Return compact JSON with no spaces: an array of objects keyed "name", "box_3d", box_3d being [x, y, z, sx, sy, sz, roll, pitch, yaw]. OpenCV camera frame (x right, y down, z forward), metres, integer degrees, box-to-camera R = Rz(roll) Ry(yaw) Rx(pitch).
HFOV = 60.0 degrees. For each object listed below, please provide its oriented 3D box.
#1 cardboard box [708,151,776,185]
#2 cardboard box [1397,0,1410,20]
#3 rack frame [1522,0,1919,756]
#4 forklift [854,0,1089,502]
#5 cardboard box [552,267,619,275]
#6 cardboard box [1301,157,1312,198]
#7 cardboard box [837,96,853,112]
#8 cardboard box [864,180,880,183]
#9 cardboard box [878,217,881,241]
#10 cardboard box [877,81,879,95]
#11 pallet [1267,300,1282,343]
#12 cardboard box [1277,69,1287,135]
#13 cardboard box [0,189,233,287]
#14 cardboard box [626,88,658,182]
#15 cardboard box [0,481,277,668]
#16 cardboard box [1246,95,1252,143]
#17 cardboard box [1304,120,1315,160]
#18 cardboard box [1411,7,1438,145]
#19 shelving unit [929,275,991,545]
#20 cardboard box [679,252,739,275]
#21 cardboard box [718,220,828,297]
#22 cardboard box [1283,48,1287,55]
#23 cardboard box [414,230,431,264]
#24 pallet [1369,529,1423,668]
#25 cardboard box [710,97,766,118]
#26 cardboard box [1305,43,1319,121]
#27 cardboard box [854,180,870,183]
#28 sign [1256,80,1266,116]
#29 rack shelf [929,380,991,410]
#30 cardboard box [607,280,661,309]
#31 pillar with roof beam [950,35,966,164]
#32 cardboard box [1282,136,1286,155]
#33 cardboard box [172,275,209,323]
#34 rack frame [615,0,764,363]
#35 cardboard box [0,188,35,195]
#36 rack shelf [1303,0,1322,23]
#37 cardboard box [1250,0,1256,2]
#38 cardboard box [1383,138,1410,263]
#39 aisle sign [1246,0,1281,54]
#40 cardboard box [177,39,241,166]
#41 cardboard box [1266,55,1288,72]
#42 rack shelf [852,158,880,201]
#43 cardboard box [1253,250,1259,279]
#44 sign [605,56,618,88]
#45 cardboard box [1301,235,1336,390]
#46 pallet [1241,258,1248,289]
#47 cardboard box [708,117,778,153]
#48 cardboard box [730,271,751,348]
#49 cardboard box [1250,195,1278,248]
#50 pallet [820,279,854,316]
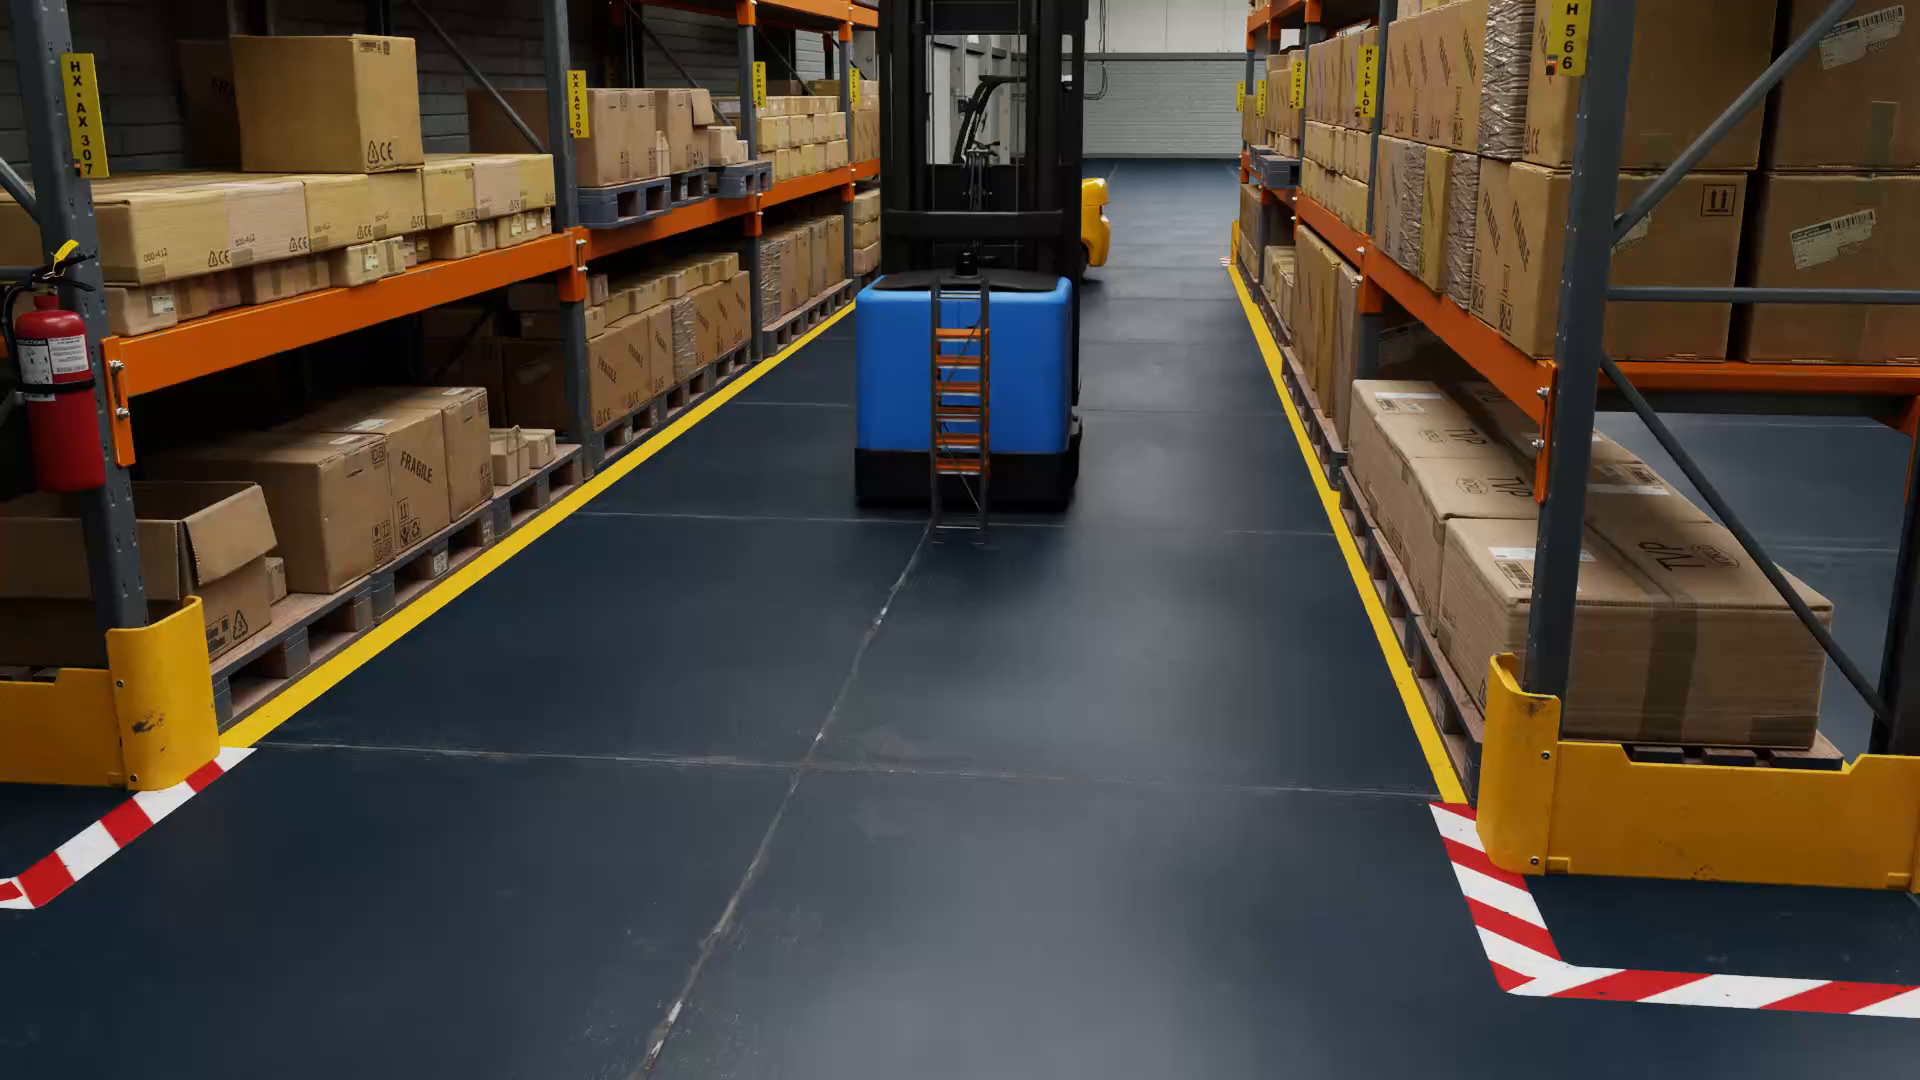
[{"name":"cardboard box","box_3d":[-1.716,-2.856,12.764,0.500,0.250,0.500,2,15,6]},{"name":"cardboard box","box_3d":[2.178,-2.407,7.469,0.380,0.149,0.250,1,15,5]},{"name":"rack frame","box_3d":[2.021,-0.600,4.135,1.000,3.000,0.127,2,15,6]},{"name":"forklift","box_3d":[0.137,-1.934,9.201,1.130,2.935,3.031,1,15,5]},{"name":"cardboard box","box_3d":[-2.487,-1.731,11.060,0.380,0.149,0.250,1,15,5]},{"name":"cardboard box","box_3d":[2.618,-2.483,11.386,0.500,0.250,0.500,1,15,5]},{"name":"cardboard box","box_3d":[-1.260,-4.294,16.361,0.380,0.149,0.250,1,15,5]},{"name":"cardboard box","box_3d":[-0.848,-4.124,19.716,0.500,0.250,0.500,2,15,8]},{"name":"cardboard box","box_3d":[-1.073,-3.351,17.815,0.500,0.250,0.500,2,15,6]},{"name":"cardboard box","box_3d":[-0.982,-4.967,18.280,0.380,0.149,0.250,2,15,7]},{"name":"pallet","box_3d":[3.153,-1.847,14.088,1.003,0.211,1.213,2,15,6]},{"name":"cardboard box","box_3d":[2.802,-3.461,13.149,0.500,0.500,0.500,1,15,2]},{"name":"cardboard box","box_3d":[-2.593,-0.926,5.058,0.500,0.250,0.500,2,15,7]},{"name":"cardboard box","box_3d":[-2.125,-2.287,9.377,0.700,0.500,0.500,2,15,7]},{"name":"cardboard box","box_3d":[-2.749,0.101,5.519,0.797,0.503,0.637,1,15,4]},{"name":"cardboard box","box_3d":[3.385,-4.560,18.019,0.500,0.500,0.500,1,15,5]},{"name":"cardboard box","box_3d":[2.621,-2.720,11.303,0.500,0.250,0.500,2,15,6]},{"name":"cardboard box","box_3d":[2.045,-1.789,6.423,0.500,0.500,0.500,2,15,7]},{"name":"shelving unit","box_3d":[0.002,-0.583,7.519,0.258,1.200,0.189,2,15,6]},{"name":"cardboard box","box_3d":[-1.813,-1.994,12.031,0.380,0.149,0.250,1,15,4]},{"name":"cardboard box","box_3d":[-1.701,-2.577,15.192,0.875,0.625,0.625,2,15,6]},{"name":"cardboard box","box_3d":[3.921,-5.154,18.301,0.700,0.500,0.500,2,15,7]},{"name":"cardboard box","box_3d":[-2.456,-1.237,6.972,0.380,0.149,0.250,2,15,7]},{"name":"pallet","box_3d":[2.173,0.221,6.441,1.003,0.211,1.213,2,15,6]},{"name":"cardboard box","box_3d":[-1.681,-3.256,12.521,0.380,0.149,0.250,2,15,8]},{"name":"cardboard box","box_3d":[2.625,-3.085,11.218,0.500,0.500,0.500,1,15,4]},{"name":"cardboard box","box_3d":[-1.349,-4.134,19.752,0.500,0.250,0.500,1,15,5]},{"name":"sign","box_3d":[2.835,-4.144,15.583,0.100,0.325,0.005,2,15,6]},{"name":"rack shelf","box_3d":[0.002,-0.656,7.500,0.258,0.103,0.180,2,15,6]},{"name":"cardboard box","box_3d":[-2.071,-1.518,10.270,0.380,0.149,0.250,2,15,8]},{"name":"pillar with roof beam","box_3d":[4.228,-12.179,35.462,9.100,9.000,0.400,2,15,6]},{"name":"cardboard box","box_3d":[2.705,-3.052,12.878,0.380,0.149,0.250,1,15,4]},{"name":"cardboard box","box_3d":[-2.619,-0.769,5.239,0.380,0.149,0.250,2,15,8]},{"name":"rack frame","box_3d":[-2.009,-2.820,12.345,1.000,3.000,0.127,2,15,6]},{"name":"cardboard box","box_3d":[-3.124,-0.944,5.123,0.500,0.250,0.500,2,15,8]},{"name":"rack shelf","box_3d":[2.698,-3.257,9.592,1.077,0.370,4.000,2,15,6]},{"name":"cardboard box","box_3d":[3.438,-6.016,18.135,0.500,0.250,0.500,1,15,5]},{"name":"cardboard box","box_3d":[2.098,-1.441,7.054,0.500,0.500,0.500,2,15,7]},{"name":"aisle sign","box_3d":[3.525,-6.030,19.235,0.394,0.787,0.004,2,15,6]},{"name":"cardboard box","box_3d":[-2.893,-1.838,6.992,0.500,0.500,0.500,1,15,5]},{"name":"cardboard box","box_3d":[2.970,-4.308,15.041,0.380,0.149,0.250,2,15,6]},{"name":"rack shelf","box_3d":[-1.332,-4.029,18.194,1.077,0.370,4.000,2,15,6]},{"name":"cardboard box","box_3d":[3.174,-2.749,16.545,0.500,0.250,0.500,2,15,9]},{"name":"sign","box_3d":[-2.561,-3.395,12.251,0.100,0.325,0.005,2,15,6]},{"name":"cardboard box","box_3d":[2.658,-1.444,10.522,0.875,0.875,0.875,2,15,7]},{"name":"pallet","box_3d":[3.550,-2.859,17.830,1.003,0.211,1.213,2,15,6]},{"name":"cardboard box","box_3d":[-1.692,-3.096,12.696,0.500,0.250,0.500,2,15,6]},{"name":"cardboard box","box_3d":[-1.843,-1.700,12.188,0.500,0.500,0.500,2,15,8]},{"name":"cardboard box","box_3d":[3.230,-3.243,16.936,0.500,0.500,0.500,2,15,7]},{"name":"pallet","box_3d":[-1.602,-2.319,15.835,1.003,0.211,1.213,2,15,6]}]
